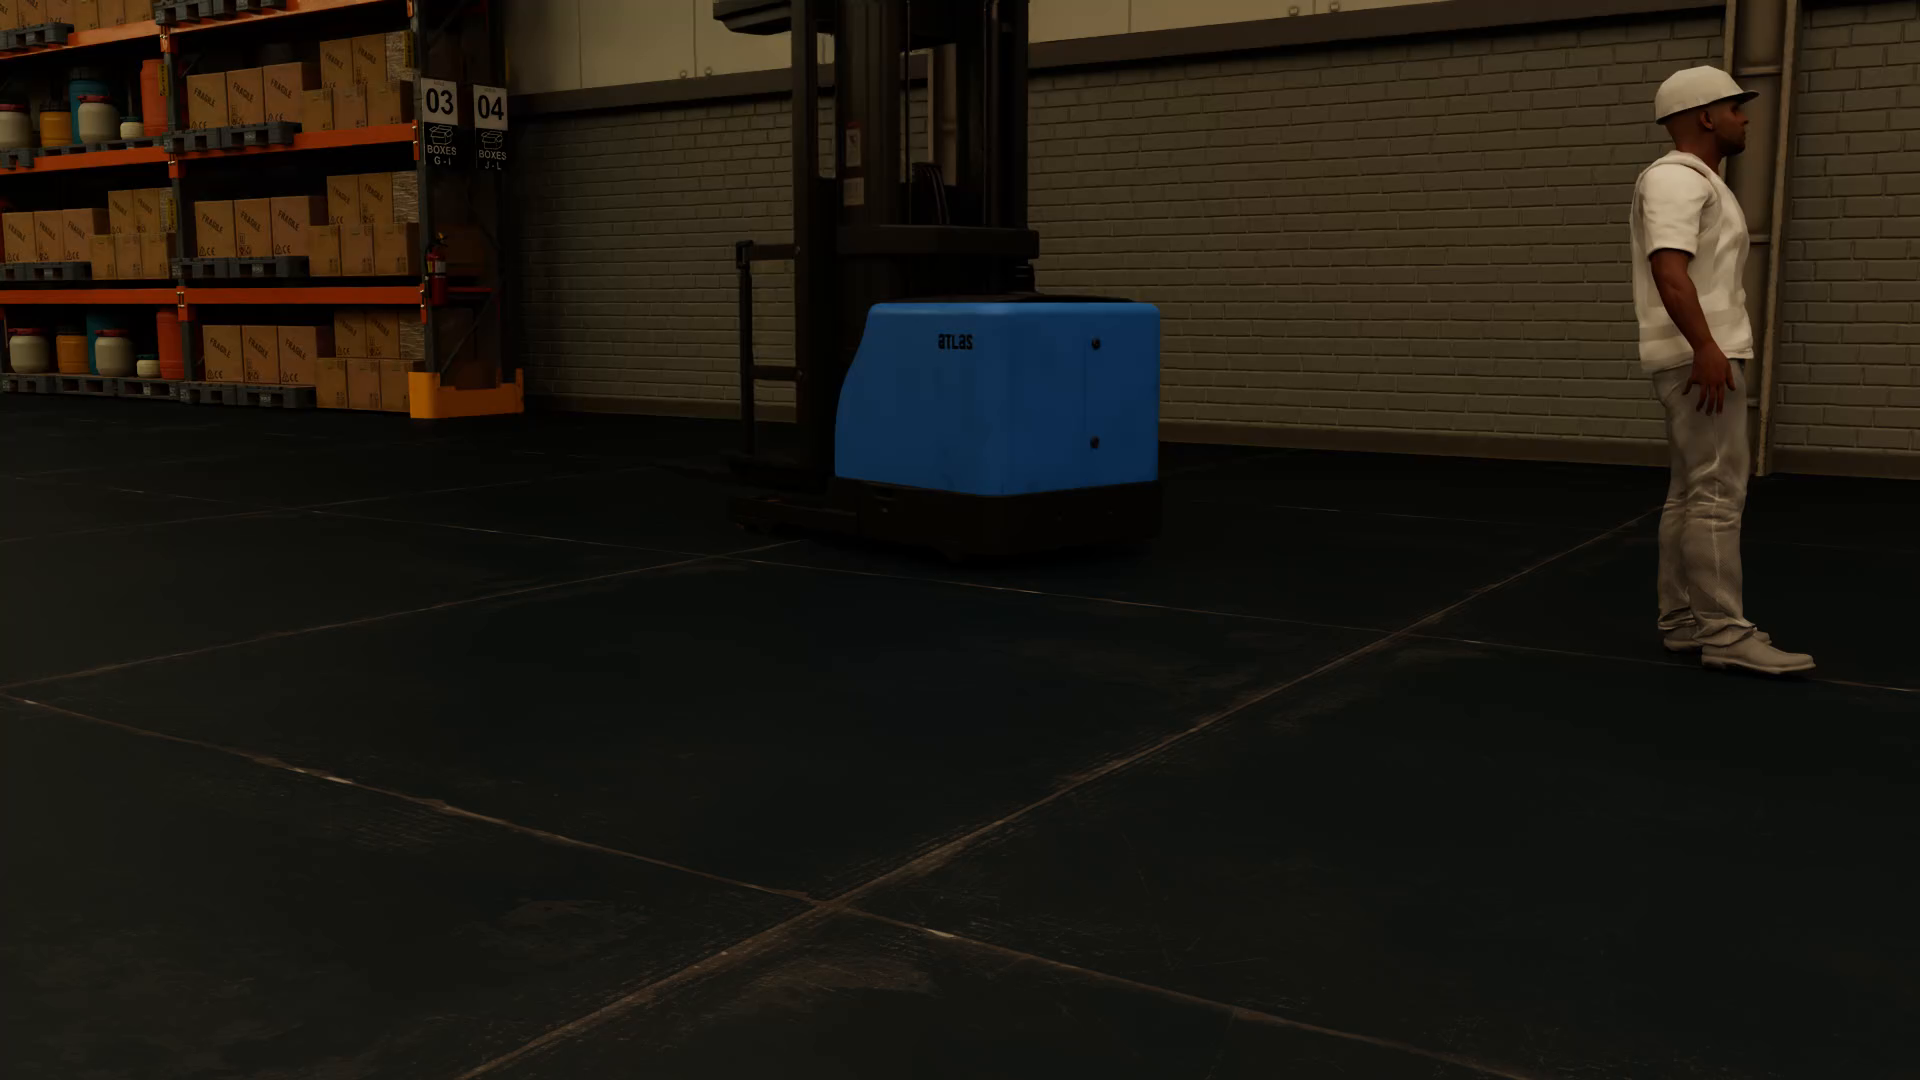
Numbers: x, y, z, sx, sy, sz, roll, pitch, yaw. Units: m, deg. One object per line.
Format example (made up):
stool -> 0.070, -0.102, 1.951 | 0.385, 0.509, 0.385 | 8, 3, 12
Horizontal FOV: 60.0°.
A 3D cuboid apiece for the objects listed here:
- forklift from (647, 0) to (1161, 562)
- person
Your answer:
forklift -> -0.460, -1.520, 7.884 | 1.130, 2.935, 3.031 | -7, 11, -40
person -> 2.305, -0.529, 5.001 | 0.575, 1.768, 0.665 | 4, 9, 25
